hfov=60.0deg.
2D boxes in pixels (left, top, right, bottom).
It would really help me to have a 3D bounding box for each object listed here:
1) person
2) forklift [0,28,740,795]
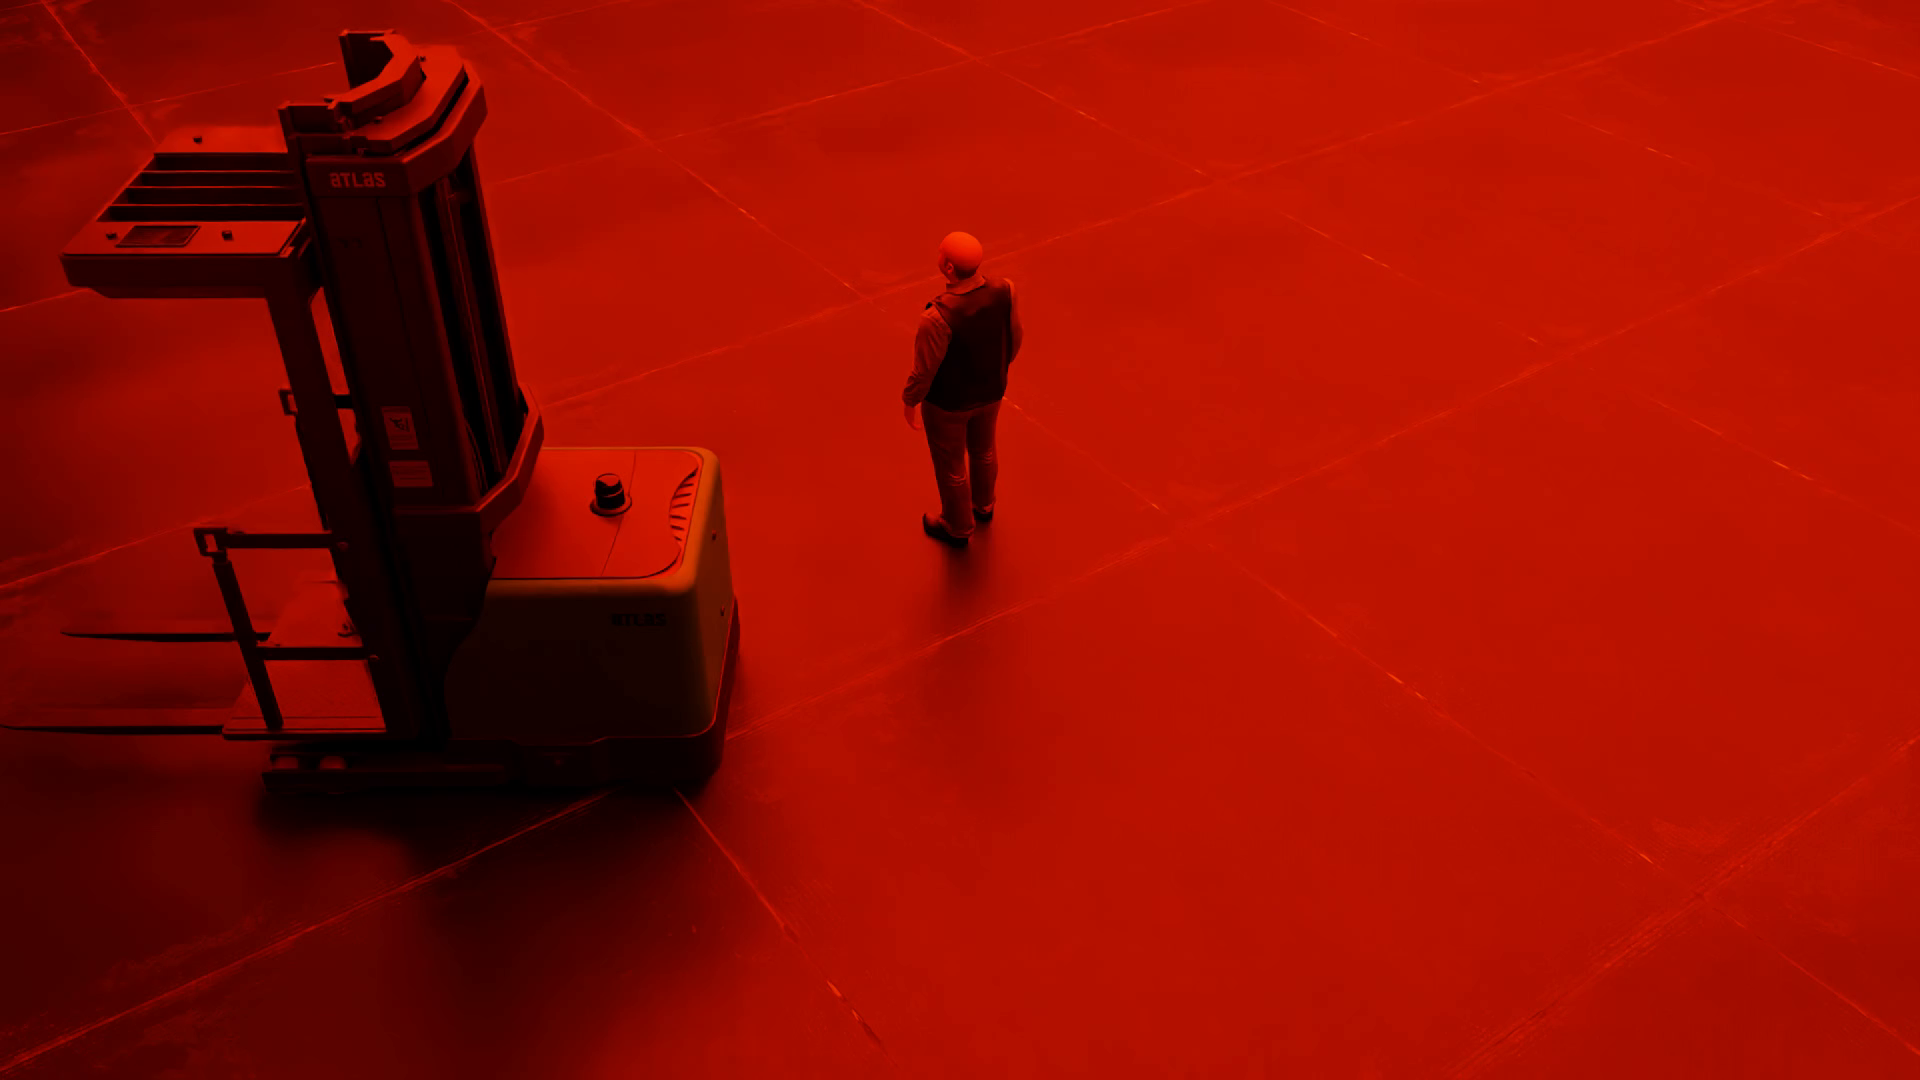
[{"bbox_3d":[-0.029,-0.731,7.938,0.632,1.720,0.568,-23,42,-28],"label":"person"},{"bbox_3d":[-2.532,-0.428,6.524,3.031,2.935,1.130,0,36,0],"label":"forklift"}]
